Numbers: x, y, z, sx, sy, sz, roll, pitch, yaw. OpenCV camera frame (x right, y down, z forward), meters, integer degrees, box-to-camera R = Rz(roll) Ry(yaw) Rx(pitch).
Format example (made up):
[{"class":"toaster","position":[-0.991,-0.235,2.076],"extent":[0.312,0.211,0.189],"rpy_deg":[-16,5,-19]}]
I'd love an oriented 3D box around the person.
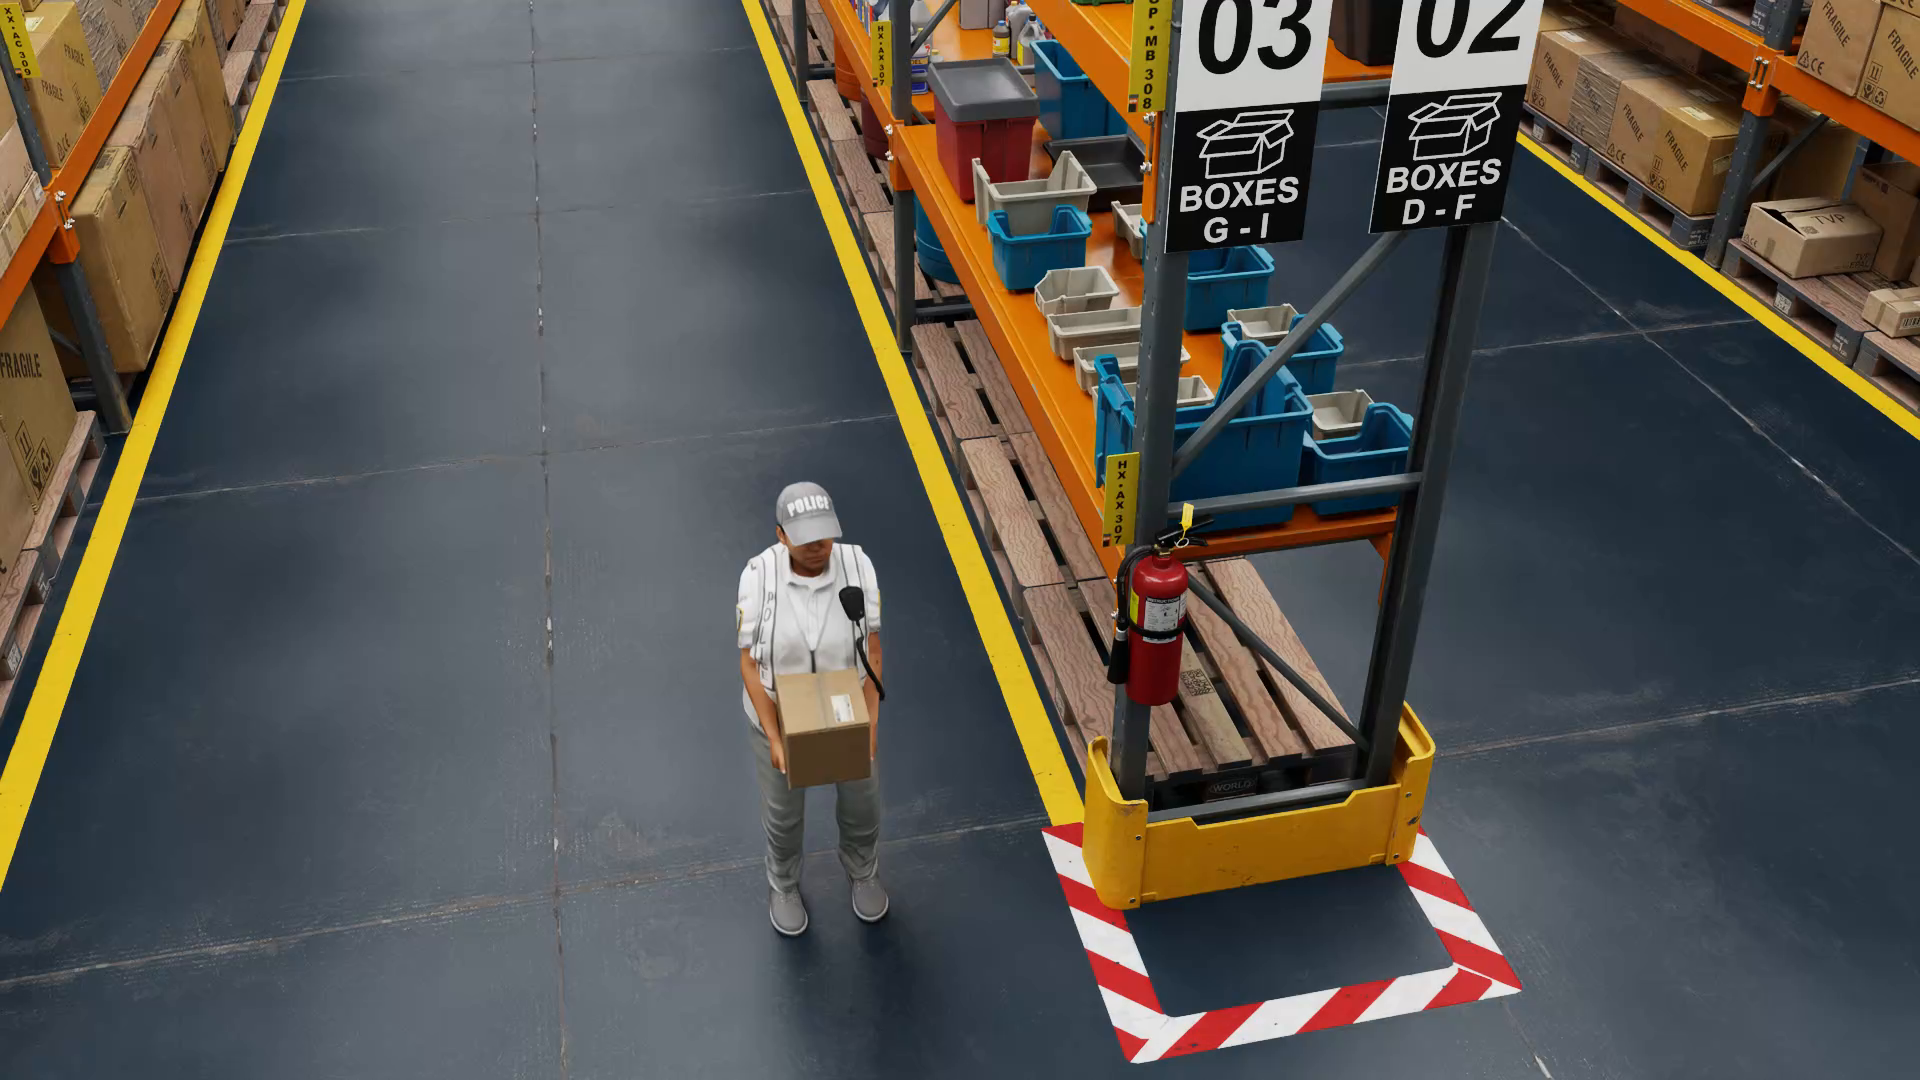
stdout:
[{"class":"person","position":[-0.468,0.565,5.318],"extent":[0.551,1.666,0.473],"rpy_deg":[-8,35,-12]}]
